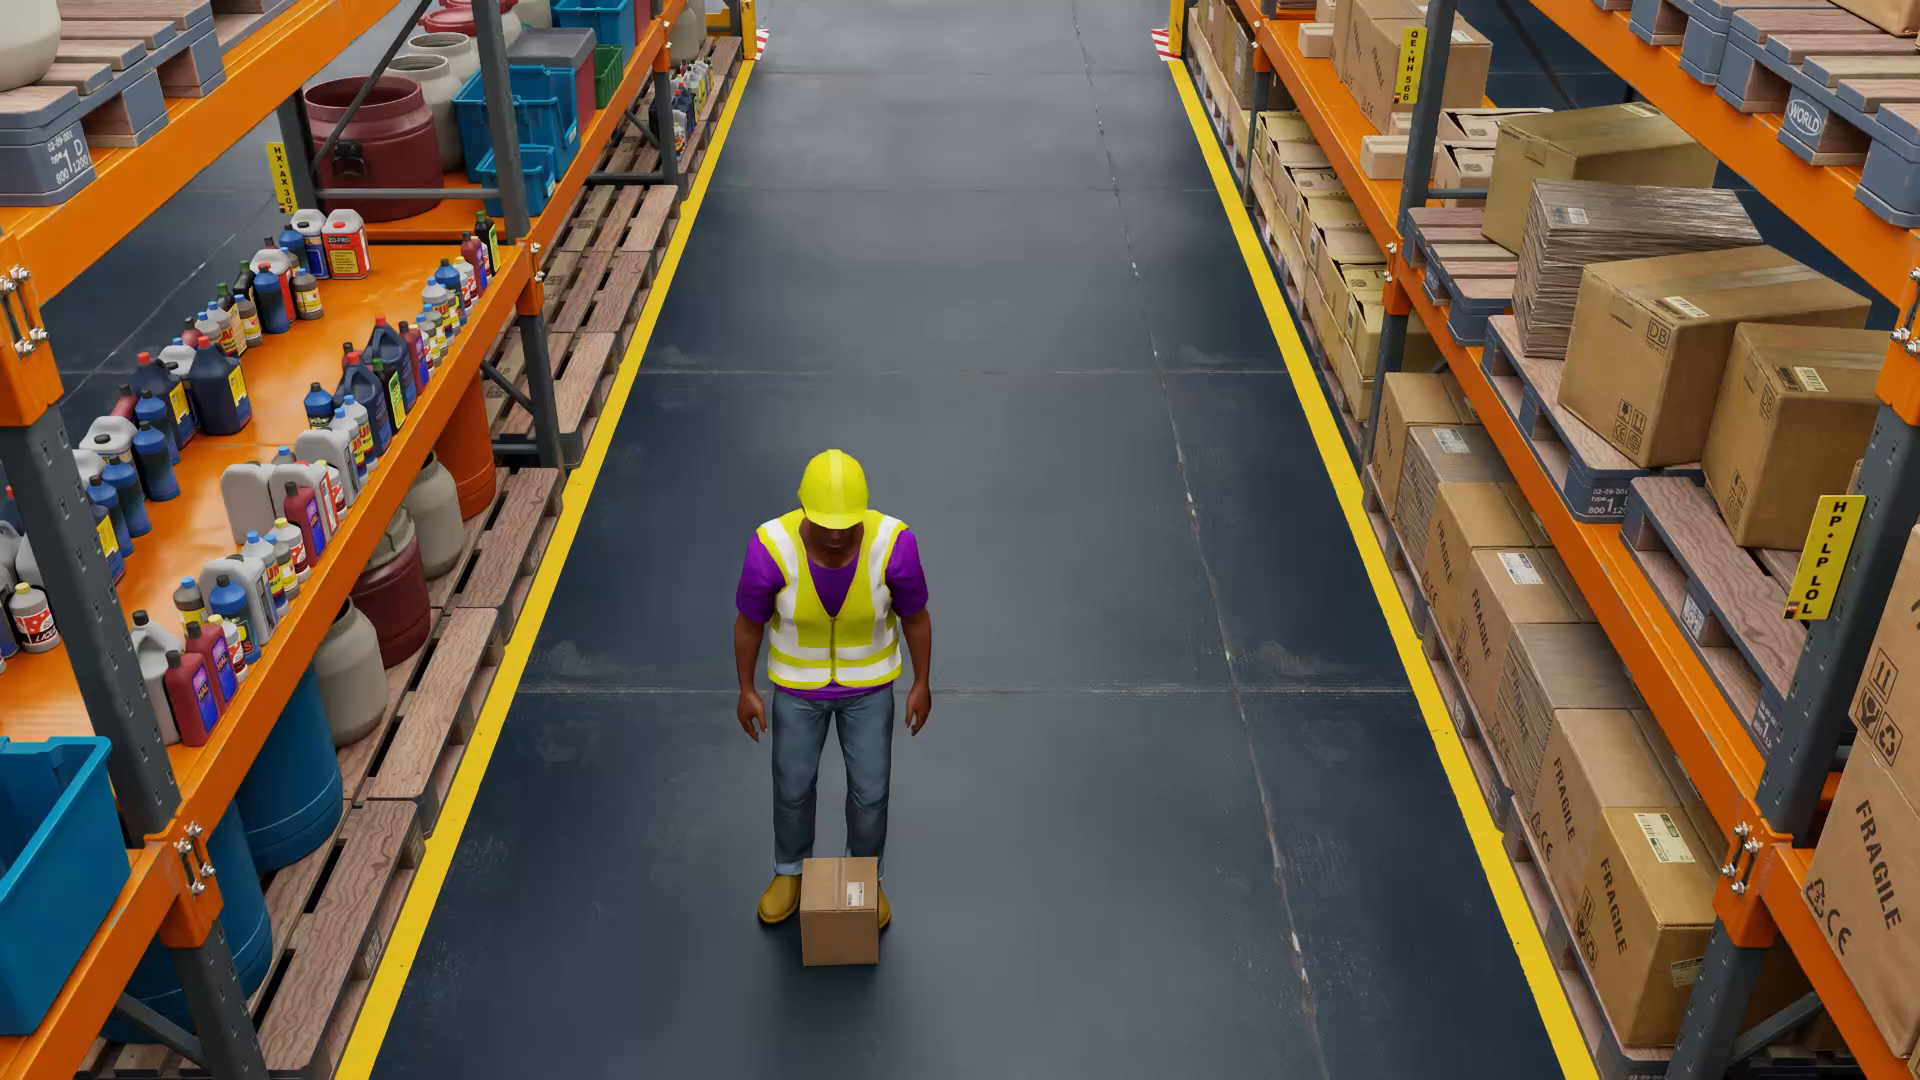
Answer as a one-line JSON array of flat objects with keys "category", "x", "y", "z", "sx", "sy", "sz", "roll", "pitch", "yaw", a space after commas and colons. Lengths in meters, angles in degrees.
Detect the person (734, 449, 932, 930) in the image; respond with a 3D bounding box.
[{"category": "person", "x": -0.403, "y": 0.474, "z": 5.339, "sx": 0.632, "sy": 1.759, "sz": 0.462, "roll": -2, "pitch": 31, "yaw": -3}]
